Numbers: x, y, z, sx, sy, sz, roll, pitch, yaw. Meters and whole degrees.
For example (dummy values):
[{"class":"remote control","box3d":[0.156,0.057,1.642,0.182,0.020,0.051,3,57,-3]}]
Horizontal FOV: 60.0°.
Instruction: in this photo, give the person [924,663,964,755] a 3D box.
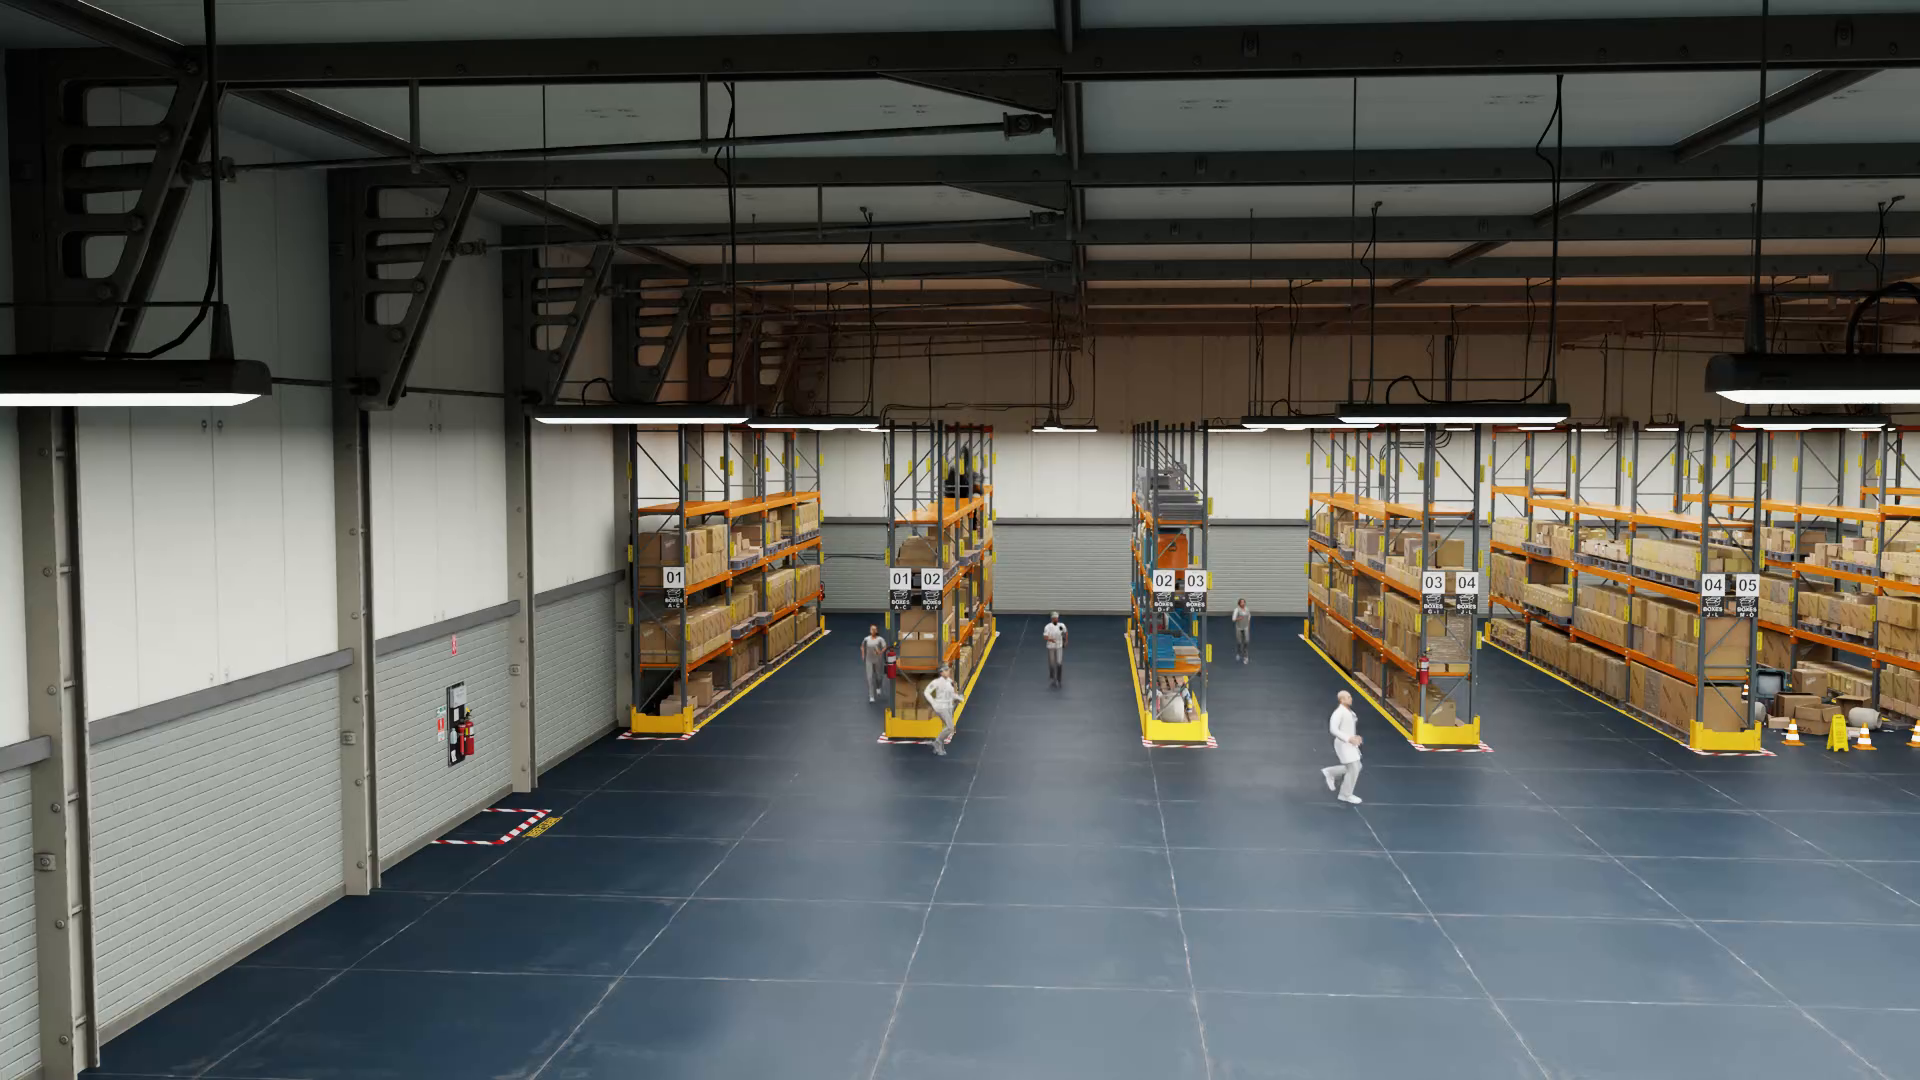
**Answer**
[{"class":"person","box3d":[-0.243,3.010,29.619,0.594,1.658,0.625,3,5,37]}]

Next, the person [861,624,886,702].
[{"class":"person","box3d":[-1.862,2.631,35.823,0.577,1.640,0.859,0,4,2]}]

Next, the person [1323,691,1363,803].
[{"class":"person","box3d":[5.967,3.219,25.996,0.652,1.739,0.712,2,4,29]}]

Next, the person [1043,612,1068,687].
[{"class":"person","box3d":[2.183,2.497,37.879,0.584,1.750,0.718,0,4,0]}]

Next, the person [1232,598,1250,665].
[{"class":"person","box3d":[7.072,2.270,41.736,0.520,1.635,0.706,0,4,-5]}]
